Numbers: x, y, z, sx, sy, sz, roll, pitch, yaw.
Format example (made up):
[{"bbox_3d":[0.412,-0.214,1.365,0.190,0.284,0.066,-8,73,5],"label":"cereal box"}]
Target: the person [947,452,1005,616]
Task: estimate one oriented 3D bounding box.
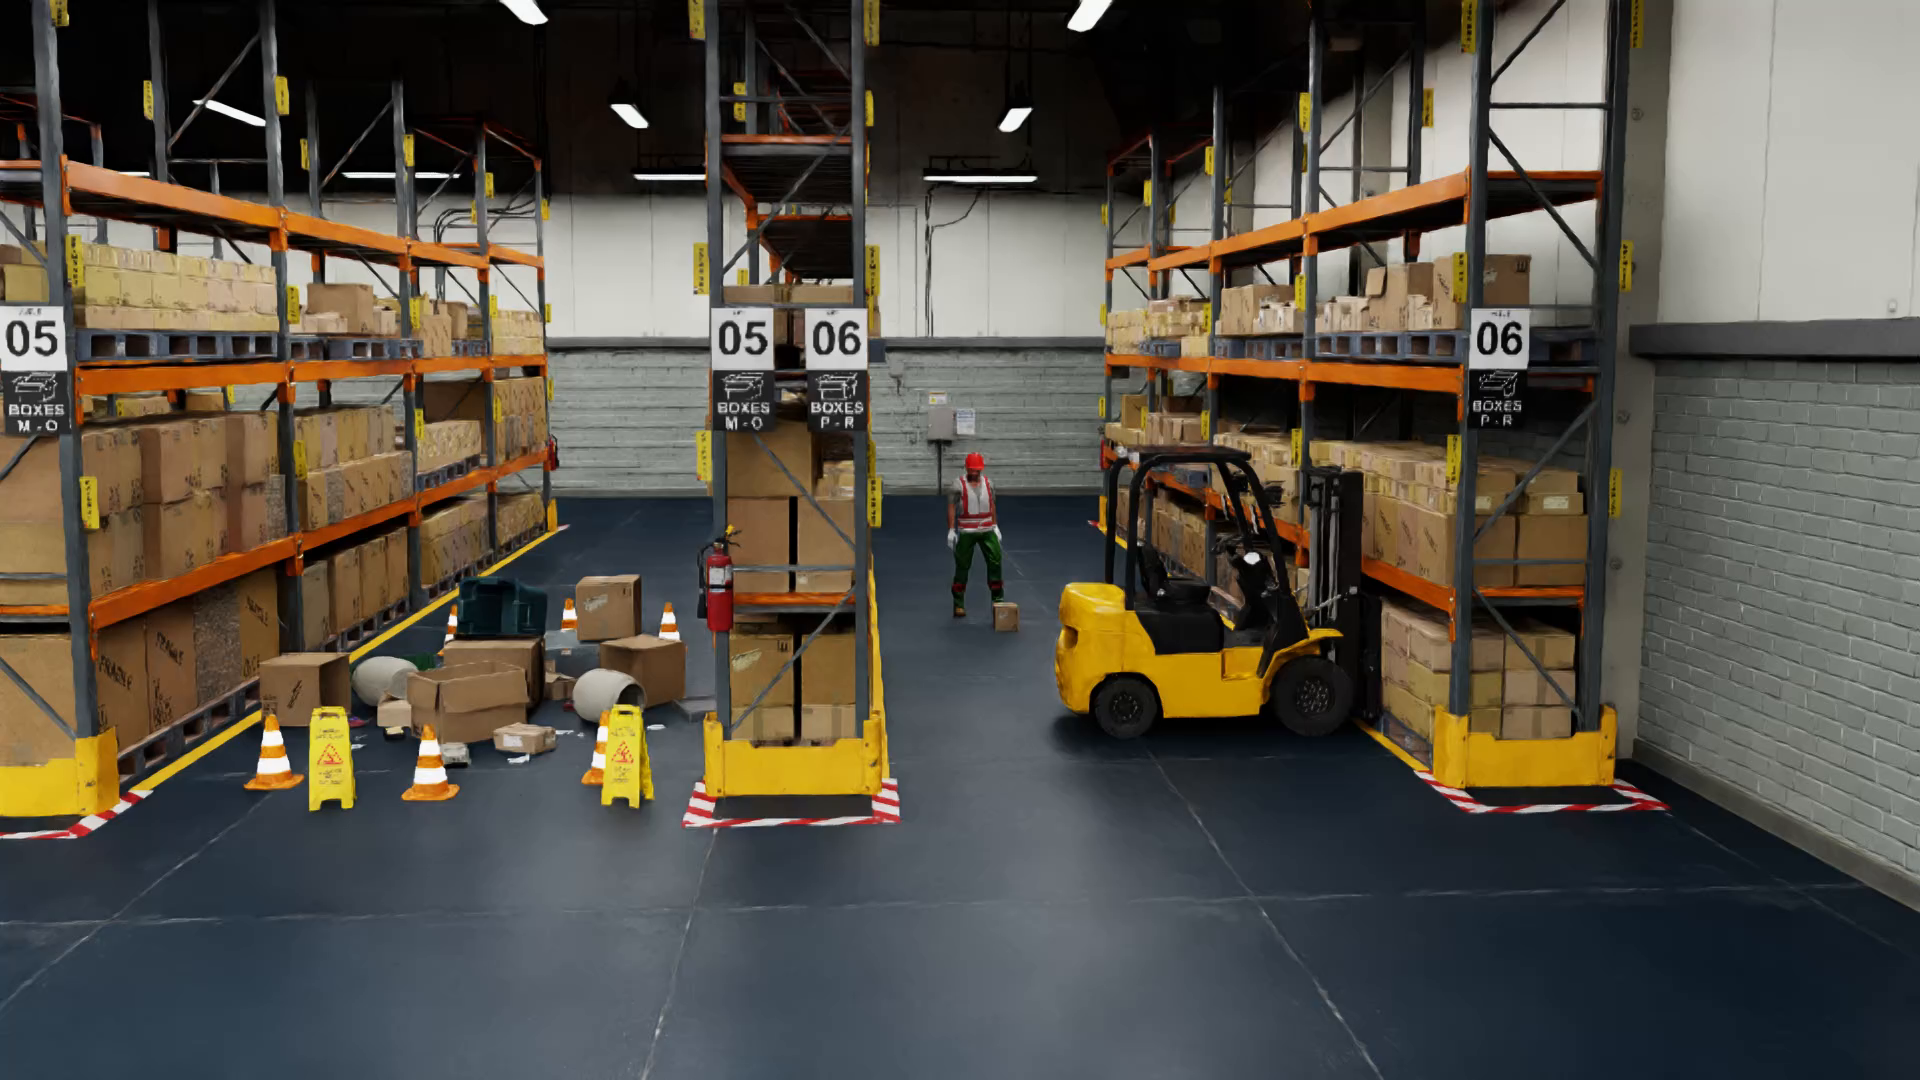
[{"bbox_3d":[0.198,-0.071,18.058,0.673,1.780,0.438,-3,7,-21],"label":"person"}]
